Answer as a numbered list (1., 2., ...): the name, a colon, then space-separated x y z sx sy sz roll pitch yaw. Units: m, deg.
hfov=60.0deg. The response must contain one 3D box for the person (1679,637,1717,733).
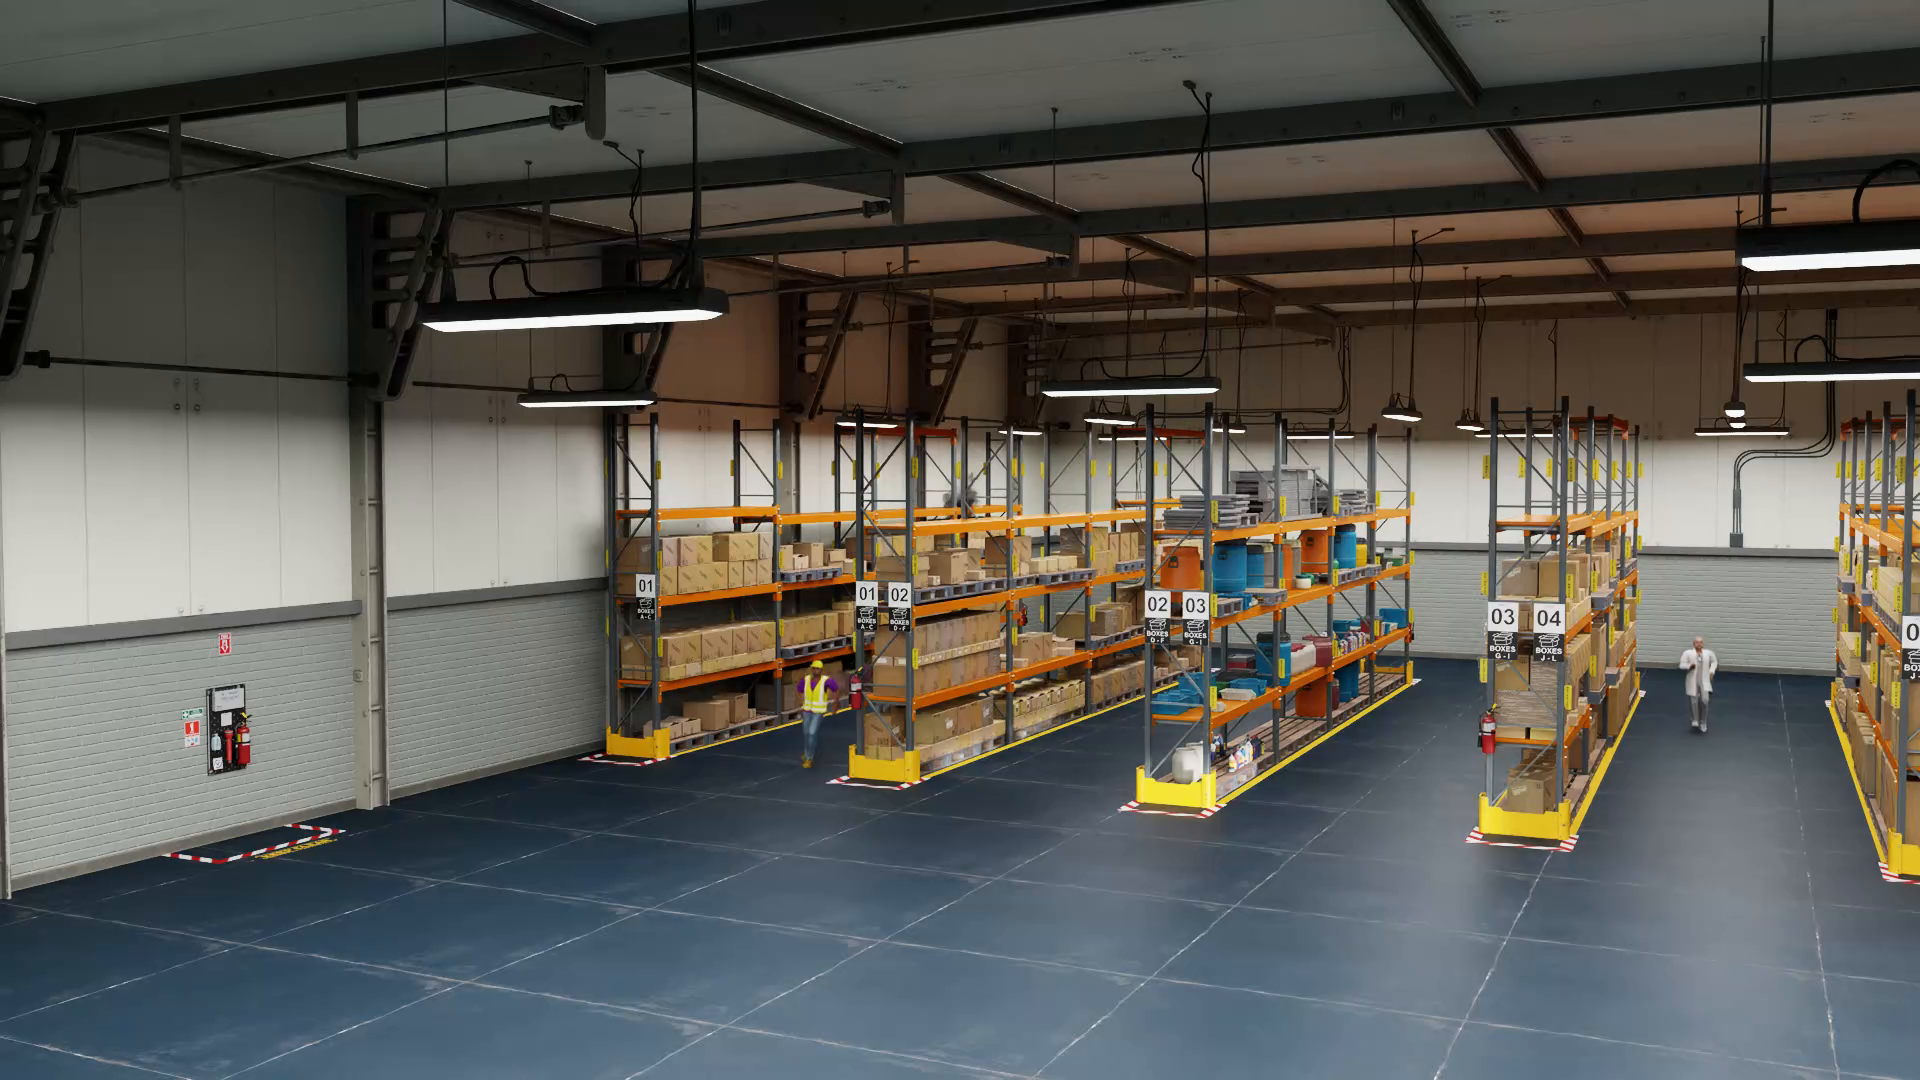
1. person: 14.185 2.778 31.940 0.688 1.834 0.785 1 3 20

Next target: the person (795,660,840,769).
1. person: -2.456 2.932 28.190 0.743 1.808 0.818 1 2 15

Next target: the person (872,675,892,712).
1. person: -1.391 2.874 30.947 0.564 1.650 0.548 1 2 15
